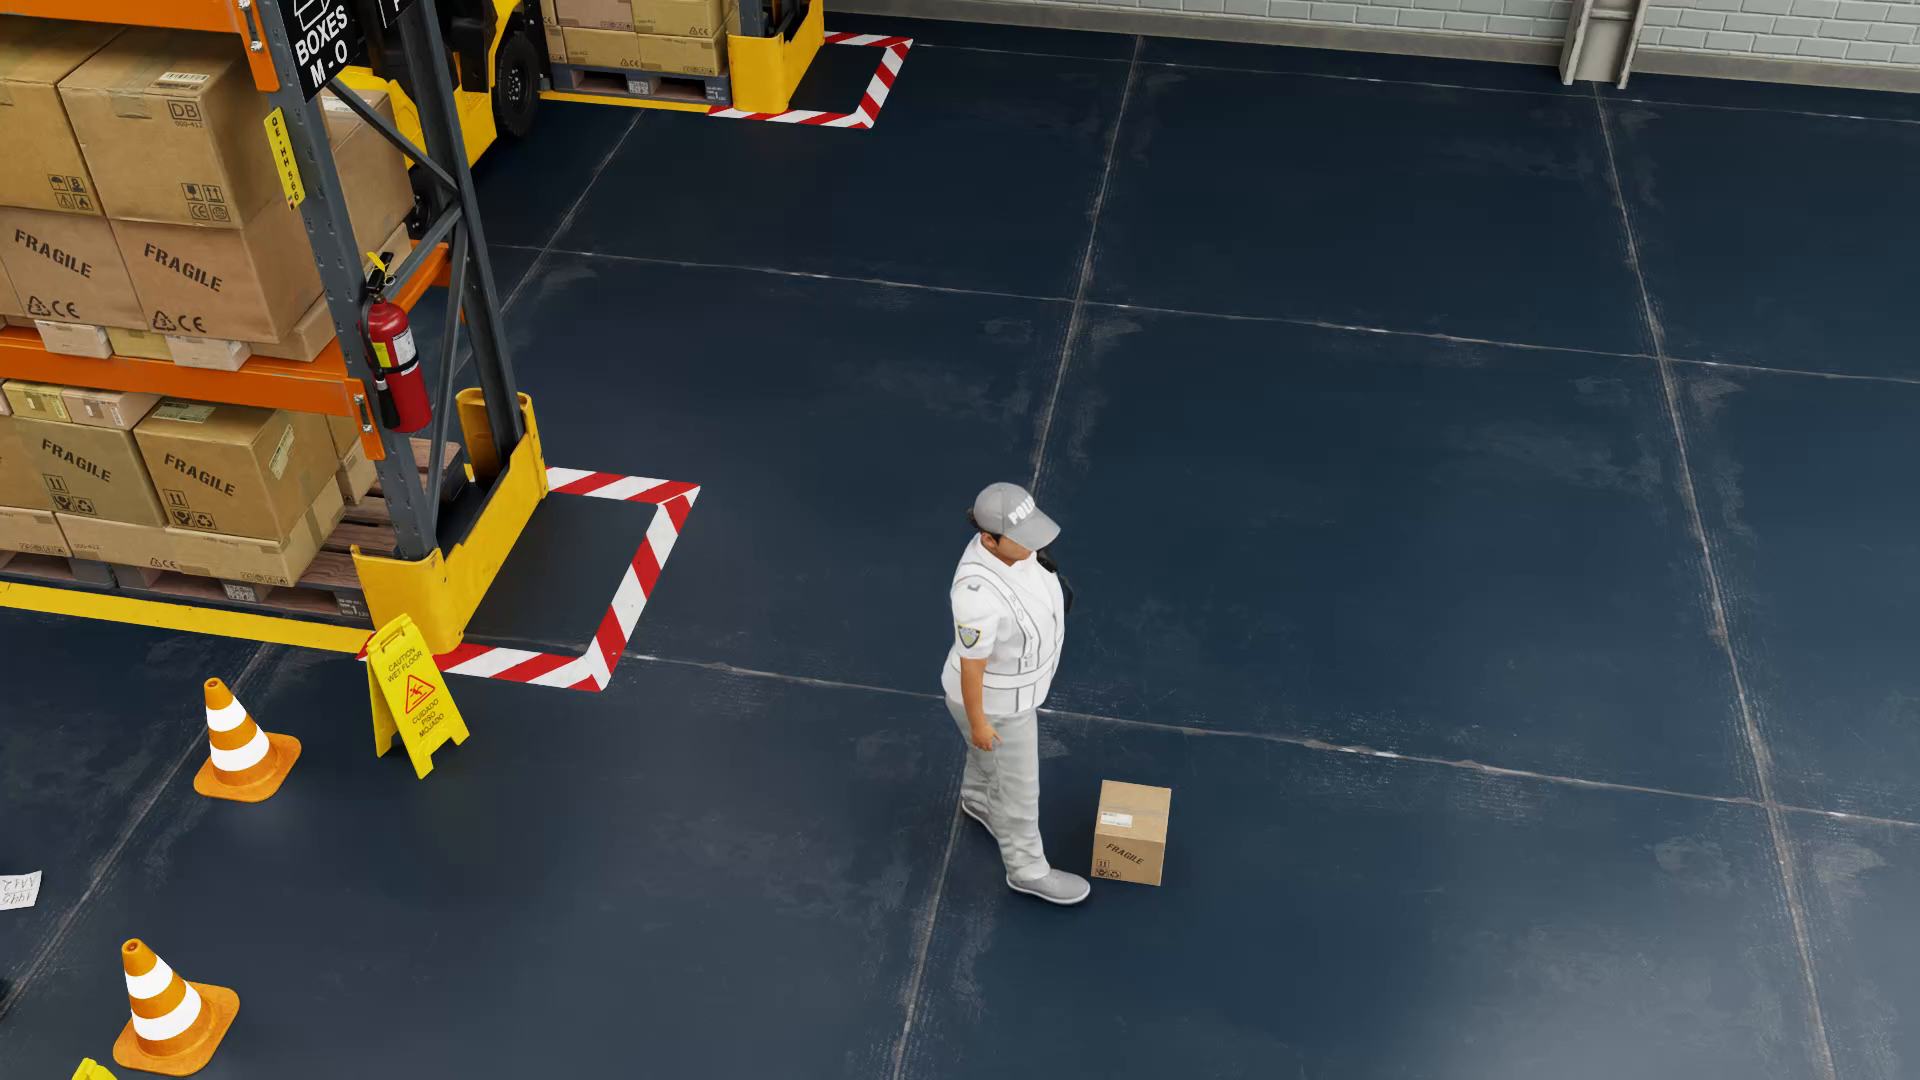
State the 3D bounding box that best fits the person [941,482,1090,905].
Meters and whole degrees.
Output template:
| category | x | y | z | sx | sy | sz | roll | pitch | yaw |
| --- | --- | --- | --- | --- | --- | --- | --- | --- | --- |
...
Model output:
| category | x | y | z | sx | sy | sz | roll | pitch | yaw |
| --- | --- | --- | --- | --- | --- | --- | --- | --- | --- |
| person | 0.236 | 0.493 | 5.579 | 0.581 | 1.656 | 0.478 | 13 | 42 | 15 |
